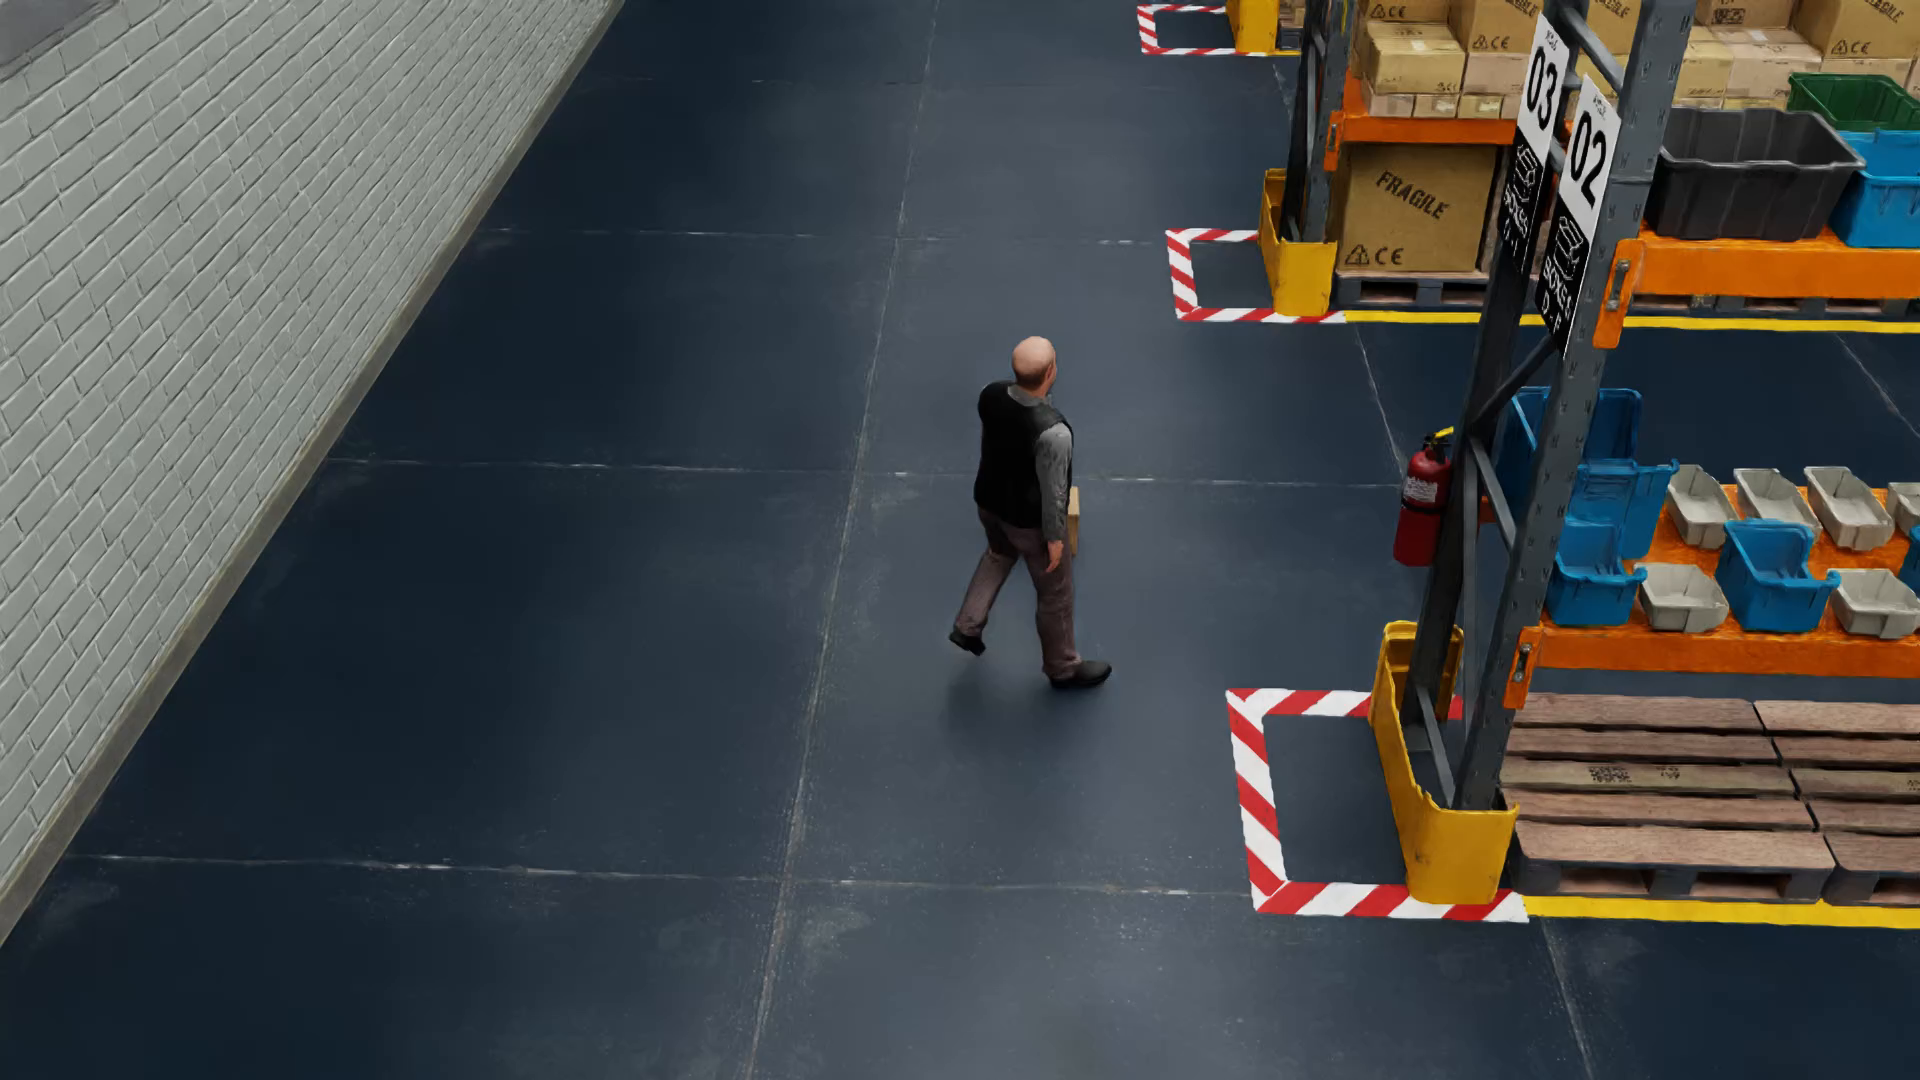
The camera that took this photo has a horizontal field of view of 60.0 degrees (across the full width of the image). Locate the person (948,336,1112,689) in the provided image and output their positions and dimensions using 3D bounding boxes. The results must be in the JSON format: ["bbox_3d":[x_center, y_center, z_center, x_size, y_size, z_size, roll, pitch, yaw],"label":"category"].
[{"bbox_3d":[0.288,-0.096,7.246,0.589,1.715,0.644,-28,44,-34],"label":"person"}]
